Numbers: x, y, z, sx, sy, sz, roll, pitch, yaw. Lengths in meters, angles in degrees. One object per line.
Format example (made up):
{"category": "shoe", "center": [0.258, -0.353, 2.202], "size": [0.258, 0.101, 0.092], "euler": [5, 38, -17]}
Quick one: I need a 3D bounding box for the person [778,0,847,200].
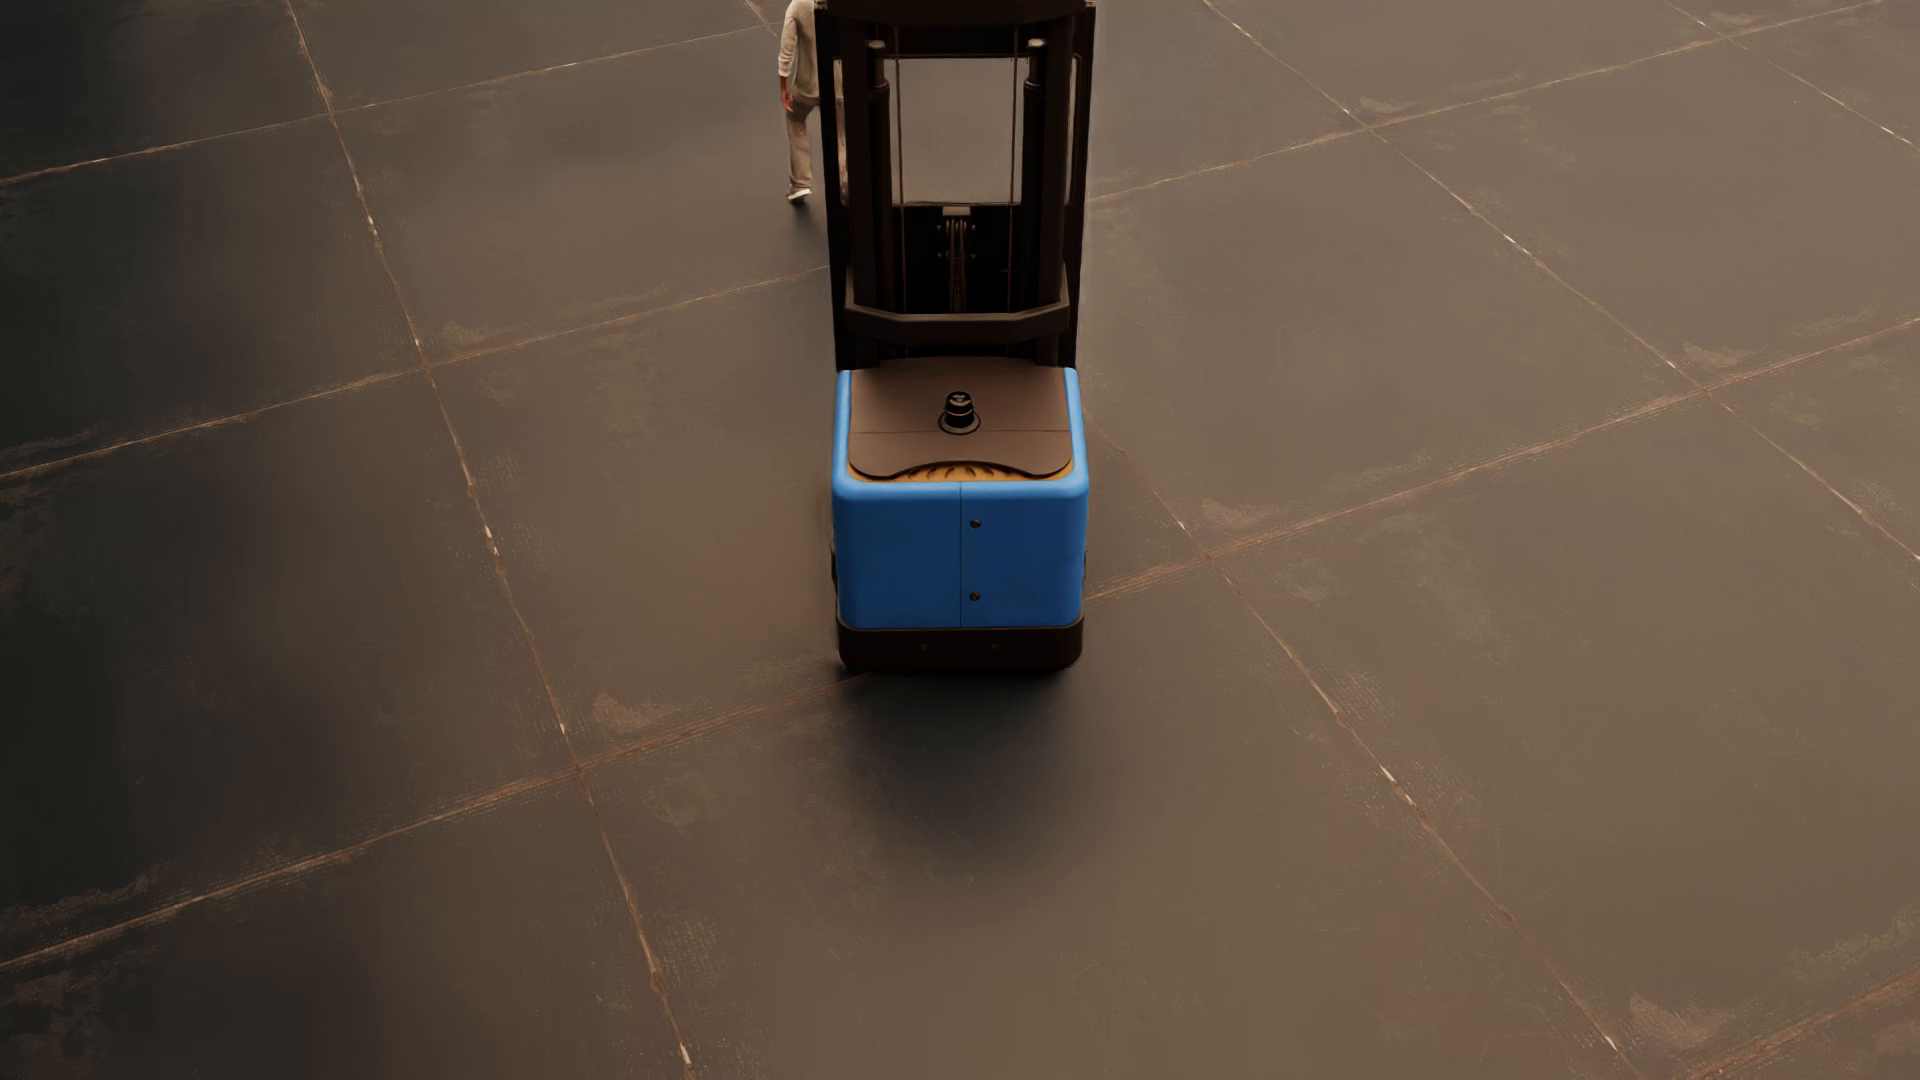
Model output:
{"category": "person", "center": [-0.775, -2.572, 9.468], "size": [0.510, 1.627, 0.461], "euler": [-9, 44, -10]}

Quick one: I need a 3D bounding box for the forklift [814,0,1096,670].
{"category": "forklift", "center": [-0.025, -1.501, 7.289], "size": [1.130, 2.935, 3.031], "euler": [-1, 43, -1]}
